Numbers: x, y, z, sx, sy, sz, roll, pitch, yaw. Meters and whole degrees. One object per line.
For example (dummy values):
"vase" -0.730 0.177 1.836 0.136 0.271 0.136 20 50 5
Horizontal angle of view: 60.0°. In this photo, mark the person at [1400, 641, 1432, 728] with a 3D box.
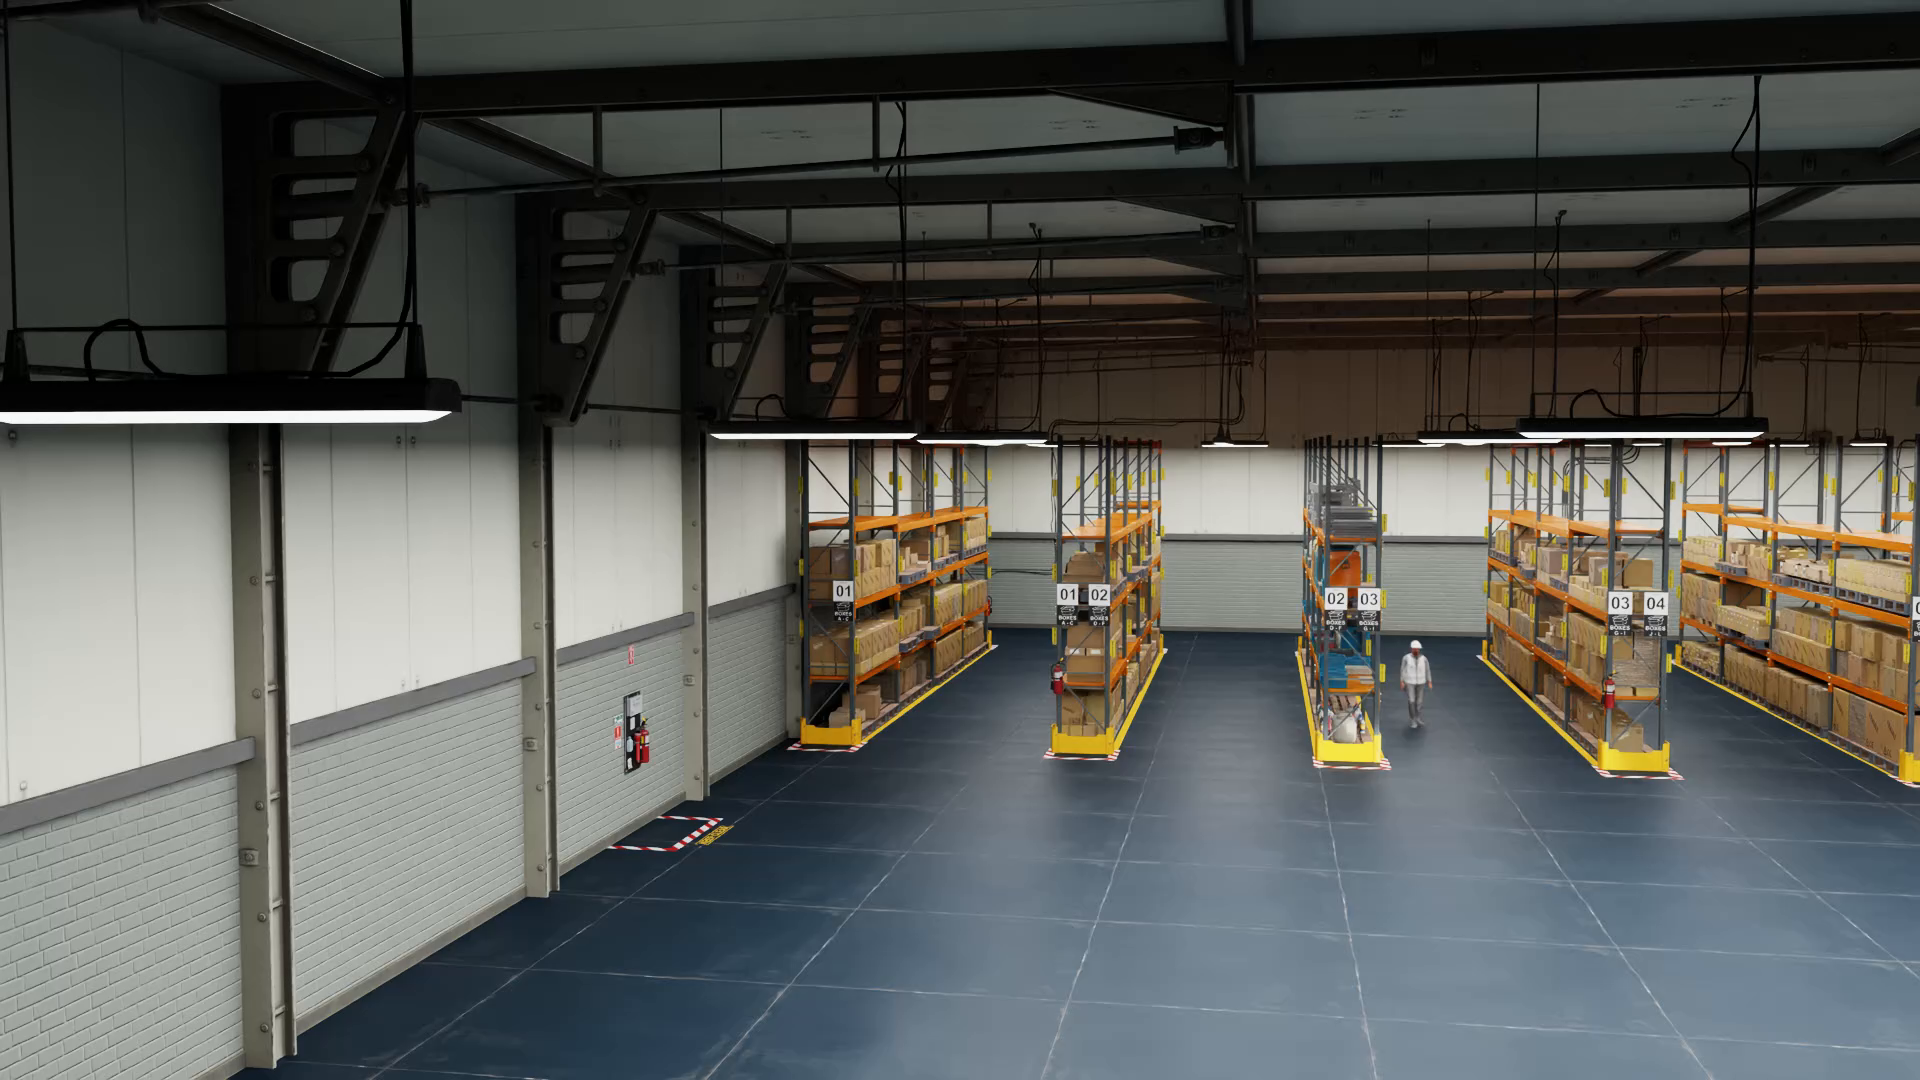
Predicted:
"person" 9.444 3.002 34.434 0.604 1.849 0.484 0 3 0
